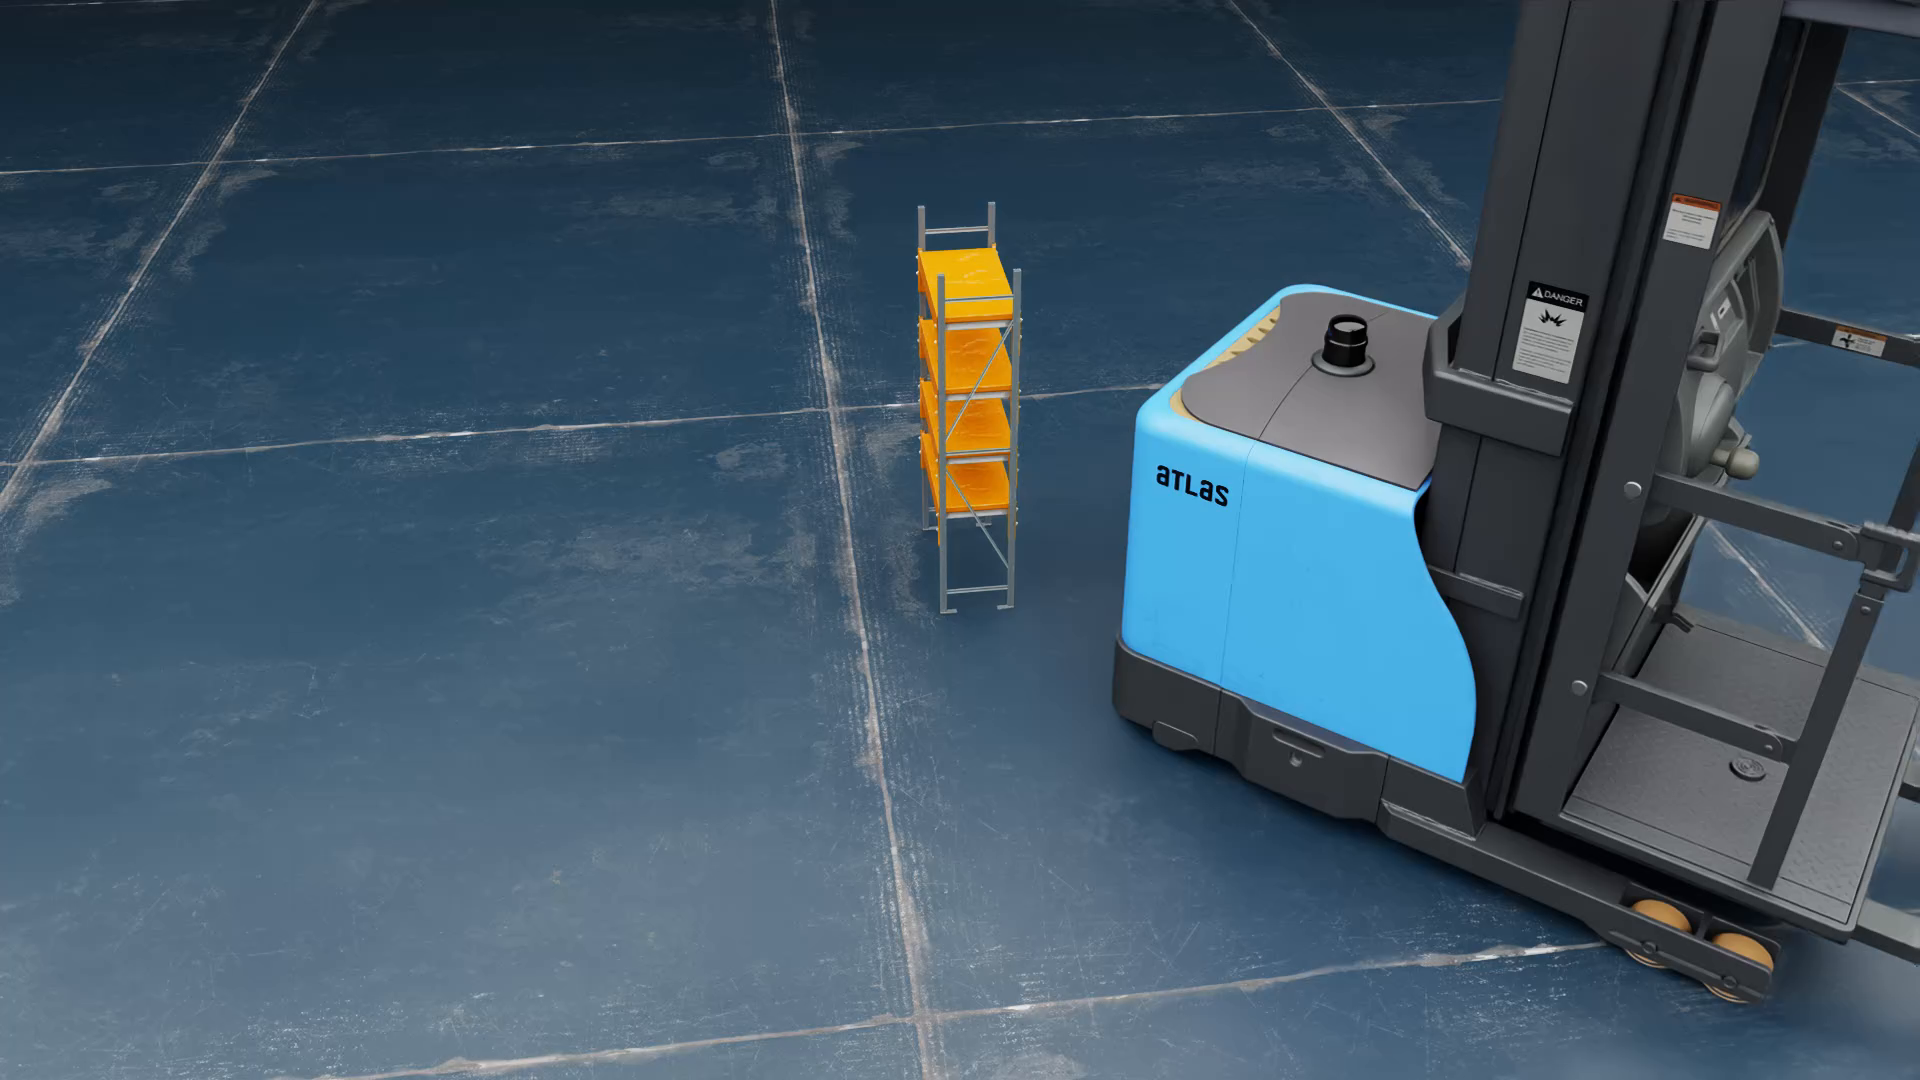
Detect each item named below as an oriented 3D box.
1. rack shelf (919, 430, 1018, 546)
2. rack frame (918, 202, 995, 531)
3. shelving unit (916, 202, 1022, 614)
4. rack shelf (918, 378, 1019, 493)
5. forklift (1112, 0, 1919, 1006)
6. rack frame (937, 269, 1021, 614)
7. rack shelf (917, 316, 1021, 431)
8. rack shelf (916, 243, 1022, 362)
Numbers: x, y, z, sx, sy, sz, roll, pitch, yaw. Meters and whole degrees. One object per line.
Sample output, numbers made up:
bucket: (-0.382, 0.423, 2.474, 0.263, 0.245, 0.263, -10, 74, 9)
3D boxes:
rack shelf: (0.022, -0.184, 5.426, 0.258, 0.148, 0.480, -4, 35, -6)
rack frame: (-0.011, -0.540, 5.476, 0.240, 1.200, 0.015, -4, 35, -6)
shelving unit: (0.022, -0.403, 5.277, 0.258, 1.200, 0.503, -4, 35, -6)
rack shelf: (0.022, -0.348, 5.314, 0.258, 0.148, 0.480, -4, 35, -6)
forklift: (1.953, -0.420, 3.764, 3.031, 2.935, 1.130, 21, 40, 28)
rack frame: (0.055, -0.267, 5.077, 0.240, 1.200, 0.015, -4, 35, -6)
rack shelf: (0.022, -0.533, 5.188, 0.258, 0.148, 0.480, -4, 35, -6)
rack shelf: (0.022, -0.728, 5.055, 0.258, 0.148, 0.480, -4, 35, -6)
